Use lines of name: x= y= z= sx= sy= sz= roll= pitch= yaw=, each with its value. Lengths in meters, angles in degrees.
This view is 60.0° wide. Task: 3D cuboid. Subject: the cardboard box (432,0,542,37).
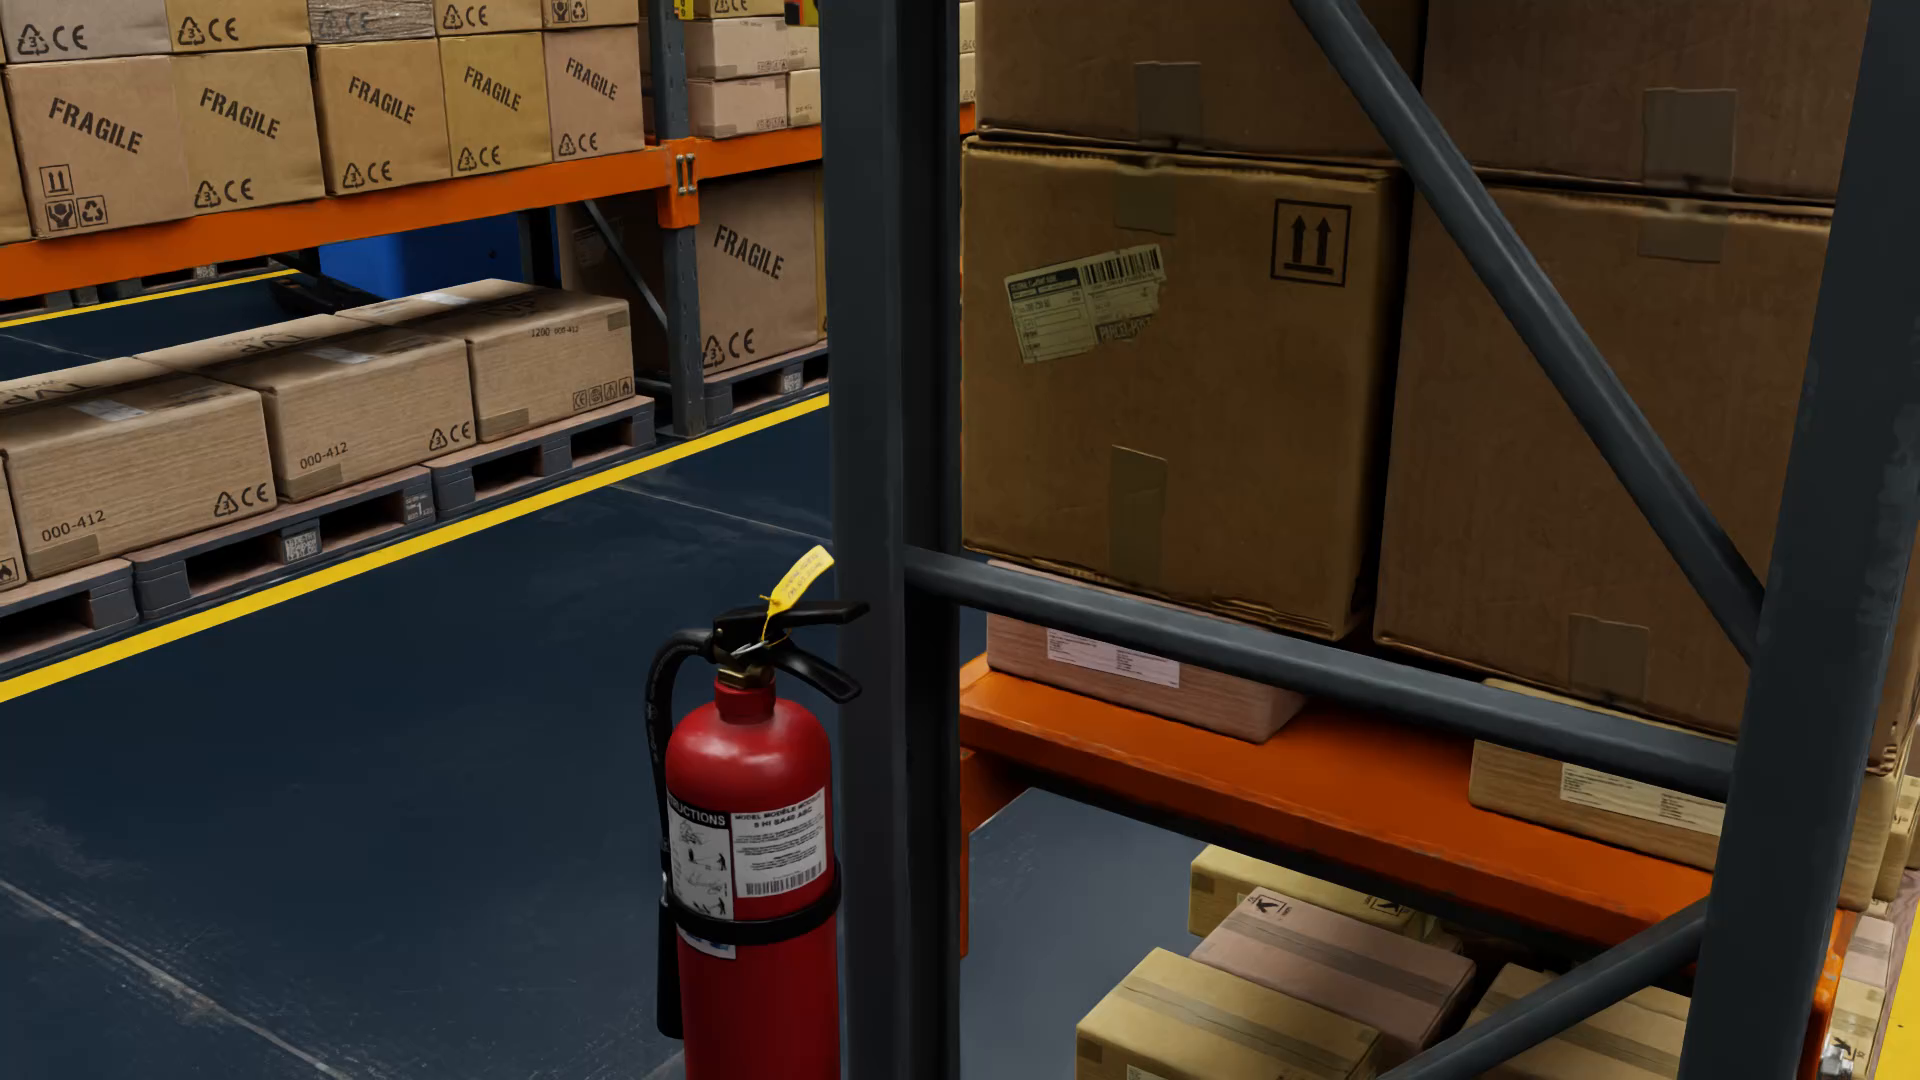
cardboard box: x=-1.924 y=-2.143 z=6.149 sx=0.500 sy=0.500 sz=0.500 roll=13 pitch=24 yaw=31

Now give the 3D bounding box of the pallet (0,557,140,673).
pallet: x=-3.459 y=0.251 z=5.283 sx=1.003 sy=0.211 sz=1.213 roll=13 pitch=24 yaw=32

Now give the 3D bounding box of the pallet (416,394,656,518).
pallet: x=-2.087 y=-0.449 z=7.176 sx=1.003 sy=0.211 sz=1.213 roll=13 pitch=24 yaw=32

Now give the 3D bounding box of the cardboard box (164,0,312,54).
cardboard box: x=-2.491 y=-1.853 z=5.365 sx=0.500 sy=0.500 sz=0.500 roll=13 pitch=24 yaw=32

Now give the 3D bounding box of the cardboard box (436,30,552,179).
cardboard box: x=-1.929 y=-1.676 z=6.327 sx=0.500 sy=0.500 sz=0.500 roll=13 pitch=24 yaw=31

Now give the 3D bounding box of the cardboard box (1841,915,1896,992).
cardboard box: x=1.591 y=0.814 z=3.244 sx=0.380 sy=0.149 sz=0.250 roll=12 pitch=23 yaw=29

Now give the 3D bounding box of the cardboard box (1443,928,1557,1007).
cardboard box: x=0.895 y=0.711 z=3.095 sx=0.380 sy=0.149 sz=0.250 roll=13 pitch=24 yaw=31

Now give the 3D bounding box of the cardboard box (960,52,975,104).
cardboard box: x=-0.250 y=-2.399 z=8.643 sx=0.500 sy=0.250 sz=0.500 roll=13 pitch=24 yaw=31

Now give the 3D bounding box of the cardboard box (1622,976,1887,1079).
cardboard box: x=1.186 y=0.751 z=2.557 sx=0.380 sy=0.149 sz=0.250 roll=13 pitch=24 yaw=32

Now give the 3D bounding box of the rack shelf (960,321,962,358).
rack shelf: x=-0.093 y=-0.662 z=5.874 sx=0.258 sy=0.148 sz=0.480 roll=13 pitch=24 yaw=32

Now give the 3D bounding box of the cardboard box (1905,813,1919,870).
cardboard box: x=2.035 y=0.592 z=3.844 sx=0.380 sy=0.149 sz=0.250 roll=13 pitch=24 yaw=32

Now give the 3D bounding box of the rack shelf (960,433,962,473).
rack shelf: x=-0.093 y=-0.266 z=6.021 sx=0.258 sy=0.148 sz=0.480 roll=13 pitch=24 yaw=32

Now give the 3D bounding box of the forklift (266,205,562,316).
forklift: x=-3.541 y=-2.839 z=9.714 sx=1.130 sy=2.935 sz=3.031 roll=-16 pitch=26 yaw=-37

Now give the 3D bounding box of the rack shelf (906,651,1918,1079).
rack shelf: x=1.431 y=-0.113 z=3.283 sx=1.077 sy=0.370 sz=4.000 roll=13 pitch=24 yaw=32

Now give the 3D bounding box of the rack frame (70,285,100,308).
rack frame: x=-5.702 y=-2.927 z=9.855 sx=1.000 sy=3.000 sz=0.127 roll=13 pitch=24 yaw=32

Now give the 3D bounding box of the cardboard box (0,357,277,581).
cardboard box: x=-3.048 y=-0.281 z=5.789 sx=0.875 sy=0.438 sz=0.875 roll=14 pitch=25 yaw=33

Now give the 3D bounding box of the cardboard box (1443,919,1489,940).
cardboard box: x=0.822 y=0.562 z=3.069 sx=0.380 sy=0.149 sz=0.250 roll=12 pitch=24 yaw=30

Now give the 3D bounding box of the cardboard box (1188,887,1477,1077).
cardboard box: x=0.584 y=0.723 z=2.634 sx=0.380 sy=0.149 sz=0.250 roll=14 pitch=24 yaw=33

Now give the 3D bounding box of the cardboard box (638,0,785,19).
cardboard box: x=-1.110 y=-2.546 z=7.240 sx=0.500 sy=0.500 sz=0.500 roll=14 pitch=24 yaw=32

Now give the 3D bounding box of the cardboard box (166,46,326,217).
cardboard box: x=-2.506 y=-1.381 z=5.531 sx=0.500 sy=0.500 sz=0.500 roll=14 pitch=25 yaw=34

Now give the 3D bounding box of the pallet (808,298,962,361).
pallet: x=-0.538 y=-1.240 z=9.313 sx=1.003 sy=0.211 sz=1.213 roll=13 pitch=24 yaw=32

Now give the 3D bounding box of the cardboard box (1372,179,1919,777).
cardboard box: x=0.788 y=-0.138 z=1.740 sx=0.500 sy=0.500 sz=0.500 roll=15 pitch=25 yaw=34

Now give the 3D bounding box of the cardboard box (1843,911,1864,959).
cardboard box: x=1.420 y=0.586 z=3.004 sx=0.380 sy=0.149 sz=0.250 roll=14 pitch=25 yaw=34

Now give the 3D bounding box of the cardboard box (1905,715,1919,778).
cardboard box: x=1.899 y=0.379 z=3.564 sx=0.380 sy=0.149 sz=0.250 roll=12 pitch=24 yaw=30

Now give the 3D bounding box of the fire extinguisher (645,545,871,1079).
fire extinguisher: x=-0.216 y=0.317 z=1.733 sx=0.296 sy=0.674 sz=0.183 roll=13 pitch=24 yaw=32

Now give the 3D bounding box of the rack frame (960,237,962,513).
rack frame: x=0.044 y=-0.585 z=6.118 sx=0.240 sy=1.200 sz=0.015 roll=13 pitch=24 yaw=32

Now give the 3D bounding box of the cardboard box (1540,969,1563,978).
cardboard box: x=1.079 y=0.869 z=2.667 sx=0.380 sy=0.149 sz=0.250 roll=14 pitch=24 yaw=33

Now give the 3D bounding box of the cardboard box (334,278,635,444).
cardboard box: x=-2.037 y=-0.796 z=7.182 sx=0.875 sy=0.438 sz=0.875 roll=13 pitch=24 yaw=31

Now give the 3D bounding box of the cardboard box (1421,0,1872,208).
cardboard box: x=0.779 y=-0.609 z=1.572 sx=0.500 sy=0.500 sz=0.500 roll=13 pitch=24 yaw=31

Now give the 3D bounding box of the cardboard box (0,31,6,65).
cardboard box: x=-3.053 y=-1.560 z=4.574 sx=0.500 sy=0.500 sz=0.500 roll=13 pitch=24 yaw=30

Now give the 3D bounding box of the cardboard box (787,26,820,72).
cardboard box: x=-0.844 y=-2.351 z=7.792 sx=0.500 sy=0.250 sz=0.500 roll=14 pitch=24 yaw=33

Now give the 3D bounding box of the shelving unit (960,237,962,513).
shelving unit: x=-0.093 y=-0.515 z=5.928 sx=0.258 sy=1.200 sz=0.503 roll=13 pitch=24 yaw=32

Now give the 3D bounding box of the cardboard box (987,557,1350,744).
cardboard box: x=0.257 y=0.093 z=2.052 sx=0.380 sy=0.149 sz=0.250 roll=13 pitch=24 yaw=32

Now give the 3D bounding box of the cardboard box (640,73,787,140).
cardboard box: x=-1.129 y=-1.965 z=7.469 sx=0.500 sy=0.250 sz=0.500 roll=13 pitch=24 yaw=31

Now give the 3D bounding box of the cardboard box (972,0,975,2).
cardboard box: x=0.013 y=-3.134 z=8.830 sx=0.500 sy=0.500 sz=0.500 roll=13 pitch=24 yaw=32

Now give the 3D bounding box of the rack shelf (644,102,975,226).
rack shelf: x=-0.471 y=-2.197 z=8.917 sx=1.077 sy=0.370 sz=4.000 roll=13 pitch=24 yaw=32

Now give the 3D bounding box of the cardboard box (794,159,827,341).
cardboard box: x=-0.811 y=-1.615 z=8.764 sx=0.875 sy=0.875 sz=0.875 roll=14 pitch=25 yaw=33

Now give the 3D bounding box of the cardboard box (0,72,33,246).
cardboard box: x=-3.075 y=-1.092 z=4.749 sx=0.500 sy=0.500 sz=0.500 roll=13 pitch=24 yaw=31
